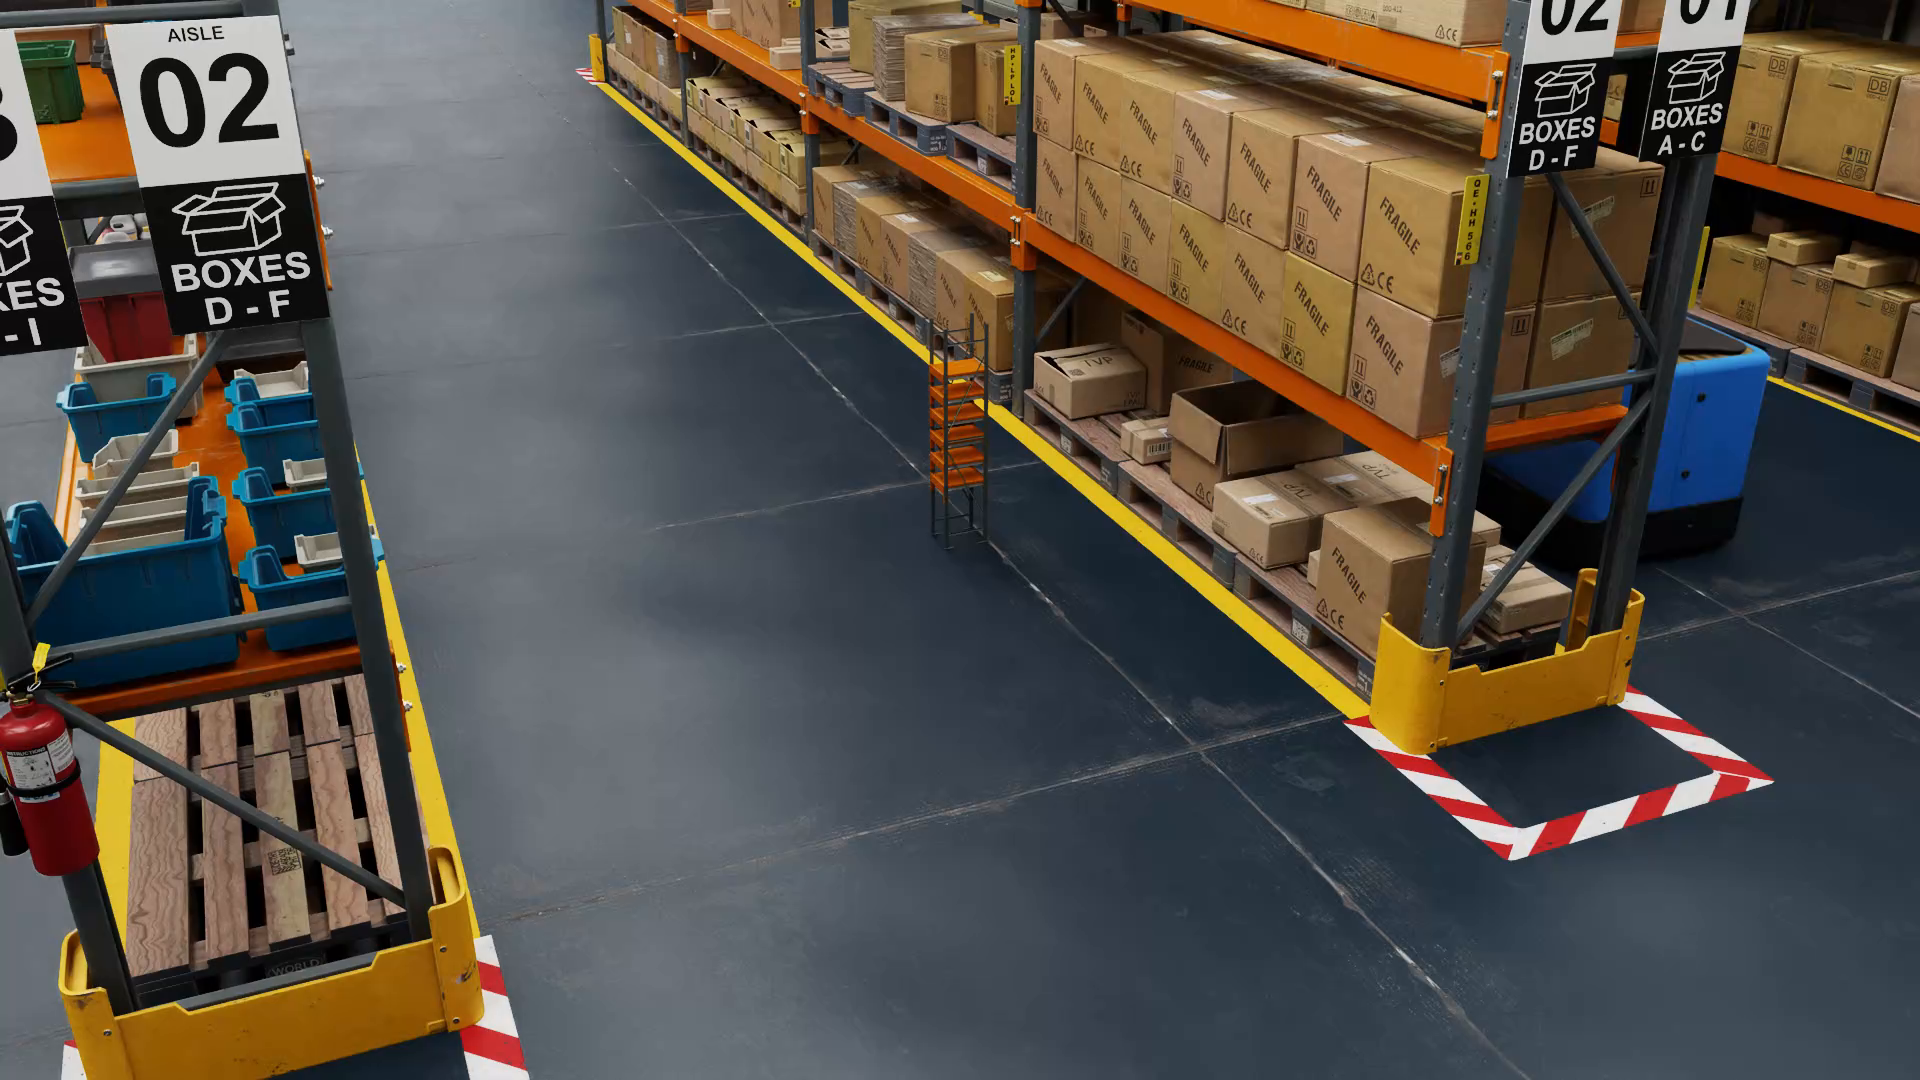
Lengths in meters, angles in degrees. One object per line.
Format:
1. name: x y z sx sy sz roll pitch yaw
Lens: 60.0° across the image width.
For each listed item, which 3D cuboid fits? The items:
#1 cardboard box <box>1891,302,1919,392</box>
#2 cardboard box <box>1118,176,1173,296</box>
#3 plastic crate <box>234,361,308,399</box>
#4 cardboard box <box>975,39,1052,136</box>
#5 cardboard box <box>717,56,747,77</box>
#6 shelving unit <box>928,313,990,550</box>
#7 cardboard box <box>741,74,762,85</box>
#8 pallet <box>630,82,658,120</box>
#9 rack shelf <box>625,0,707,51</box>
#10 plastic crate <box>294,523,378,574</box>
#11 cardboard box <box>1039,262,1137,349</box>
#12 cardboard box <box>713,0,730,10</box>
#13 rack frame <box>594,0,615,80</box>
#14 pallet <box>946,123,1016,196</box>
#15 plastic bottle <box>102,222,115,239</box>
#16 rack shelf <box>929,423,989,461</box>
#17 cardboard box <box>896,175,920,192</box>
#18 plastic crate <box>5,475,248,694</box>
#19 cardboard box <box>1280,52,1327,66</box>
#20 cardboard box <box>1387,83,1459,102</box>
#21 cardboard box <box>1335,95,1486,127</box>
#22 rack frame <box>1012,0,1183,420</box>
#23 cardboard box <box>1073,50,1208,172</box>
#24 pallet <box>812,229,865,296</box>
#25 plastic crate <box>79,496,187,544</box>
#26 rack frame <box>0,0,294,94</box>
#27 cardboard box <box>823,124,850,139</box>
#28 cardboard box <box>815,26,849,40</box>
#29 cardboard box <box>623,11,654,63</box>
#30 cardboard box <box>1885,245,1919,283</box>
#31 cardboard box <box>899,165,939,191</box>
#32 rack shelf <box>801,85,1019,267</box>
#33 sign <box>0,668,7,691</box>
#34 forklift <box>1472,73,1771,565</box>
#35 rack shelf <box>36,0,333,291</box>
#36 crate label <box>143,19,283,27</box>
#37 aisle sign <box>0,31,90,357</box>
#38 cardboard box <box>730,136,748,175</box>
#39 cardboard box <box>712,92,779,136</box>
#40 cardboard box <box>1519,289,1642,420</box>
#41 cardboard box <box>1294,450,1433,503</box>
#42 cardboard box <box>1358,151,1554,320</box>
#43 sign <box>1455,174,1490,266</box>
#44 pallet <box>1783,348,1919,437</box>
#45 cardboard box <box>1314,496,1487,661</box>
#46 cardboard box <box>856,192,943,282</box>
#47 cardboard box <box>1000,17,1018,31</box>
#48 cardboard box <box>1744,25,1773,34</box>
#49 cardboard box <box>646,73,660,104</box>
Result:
1. cardboard box: 6.169 -1.170 10.099 0.700 0.500 0.500 -12 28 -22
2. cardboard box: 1.152 -1.581 8.455 0.500 0.500 0.500 -11 28 -21
3. plastic crate: -2.795 -0.604 6.801 0.293 0.136 0.466 -11 28 -21
4. cardboard box: 0.499 -2.927 10.733 0.700 0.500 0.500 -6 27 -12
5. cardboard box: -2.220 -4.958 17.286 0.500 0.500 0.500 -11 28 -21
6. shelving unit: -0.006 -0.545 8.499 0.258 1.200 0.189 -11 28 -21
7. cardboard box: -1.904 -4.517 16.600 0.500 0.311 0.500 -11 28 -21
8. pallet: -3.081 -4.995 18.740 1.003 0.211 1.213 -11 28 -21
9. rack shelf: -3.110 -5.911 18.257 1.077 0.370 4.000 -11 28 -21
10. plastic crate: -2.030 0.059 5.442 0.250 0.136 0.298 -11 28 -21
11. cardboard box: 0.841 -1.508 10.768 0.500 0.500 0.500 -12 28 -23
12. cardboard box: -2.094 -5.168 16.087 0.500 0.250 0.500 -9 27 -17
13. rack frame: -3.893 -7.041 19.753 1.000 3.000 0.127 -11 28 -21
14. pallet: 0.594 -2.452 10.572 1.003 0.211 1.213 -11 28 -21
15. plastic bottle: -4.337 -1.484 8.504 0.061 0.283 0.133 -11 28 -21
16. rack shelf: -0.006 -0.505 8.518 0.258 0.103 0.180 -11 28 -21
17. cardboard box: -0.178 -2.549 12.899 0.500 0.500 0.500 -9 28 -19
18. plastic crate: -2.490 0.122 4.973 0.616 0.435 0.499 -11 28 -21
19. cardboard box: 3.301 -4.598 16.242 0.500 0.250 0.500 -10 28 -20
20. cardboard box: 3.964 -3.568 14.610 0.750 0.750 0.750 -11 28 -21
21. cardboard box: 2.038 -1.713 7.587 0.500 0.500 0.500 -10 28 -20
22. rack frame: 0.806 -2.197 9.831 1.000 3.000 0.127 -11 28 -21
23. cardboard box: 0.934 -2.244 8.674 0.500 0.500 0.500 -11 28 -22
24. pallet: -0.503 -2.251 13.119 1.003 0.211 1.213 -11 28 -21
25. plastic crate: -2.773 -0.059 5.683 0.396 0.136 0.243 -11 28 -21
26. rack frame: -2.187 -2.428 3.467 1.000 3.000 0.127 -11 28 -21
27. cardboard box: -0.909 -3.489 14.494 0.500 0.311 0.500 -11 28 -22
28. cardboard box: -0.932 -4.166 13.965 0.500 0.311 0.500 -11 28 -21
29. cardboard box: -3.483 -5.676 18.756 0.500 0.500 0.500 -11 28 -21
30. cardboard box: 6.097 -1.759 10.565 0.380 0.149 0.250 -10 28 -20
31. cardboard box: -0.152 -2.864 12.690 0.500 0.250 0.500 -9 28 -19
32. rack shelf: 0.023 -2.681 11.642 1.077 0.370 4.000 -11 28 -21
33. sign: -2.686 0.295 4.540 0.100 0.325 0.005 -11 28 -21
34. forklift: 3.064 -1.815 9.127 1.130 2.935 3.031 -9 27 -17
35. rack shelf: -2.970 -1.565 5.937 1.077 0.370 4.000 -11 28 -21
36. crate label: -2.251 -1.442 5.034 0.408 0.251 0.502 -11 28 -21
37. aisle sign: -2.428 -0.821 4.050 0.394 0.787 0.004 -11 28 -21
38. cardboard box: -1.794 -3.553 15.264 0.500 0.250 0.500 -10 28 -20
39. cardboard box: -1.999 -4.010 15.561 0.500 0.311 0.500 -12 28 -22
40. cardboard box: 2.441 -0.851 6.961 0.500 0.500 0.500 -10 28 -20
41. cardboard box: 2.029 -0.216 8.406 0.500 0.250 0.500 -11 28 -21
42. cardboard box: 1.945 -1.209 6.553 0.500 0.500 0.500 -11 28 -21
43. sign: 1.854 -1.157 6.021 0.100 0.325 0.005 -11 28 -21
44. pallet: 6.070 -0.983 10.522 1.003 0.211 1.213 -11 28 -21
45. cardboard box: 1.933 0.166 7.338 0.500 0.500 0.500 -11 28 -21
46. cardboard box: -0.443 -2.240 12.266 0.500 0.500 0.500 -11 28 -21
47. cardboard box: 0.851 -6.589 21.389 0.500 0.311 0.500 -14 29 -26
48. cardboard box: 5.414 -3.466 11.954 0.500 0.500 0.500 -12 28 -22
49. cardboard box: -3.106 -4.932 18.088 0.500 0.250 0.500 -11 28 -21
